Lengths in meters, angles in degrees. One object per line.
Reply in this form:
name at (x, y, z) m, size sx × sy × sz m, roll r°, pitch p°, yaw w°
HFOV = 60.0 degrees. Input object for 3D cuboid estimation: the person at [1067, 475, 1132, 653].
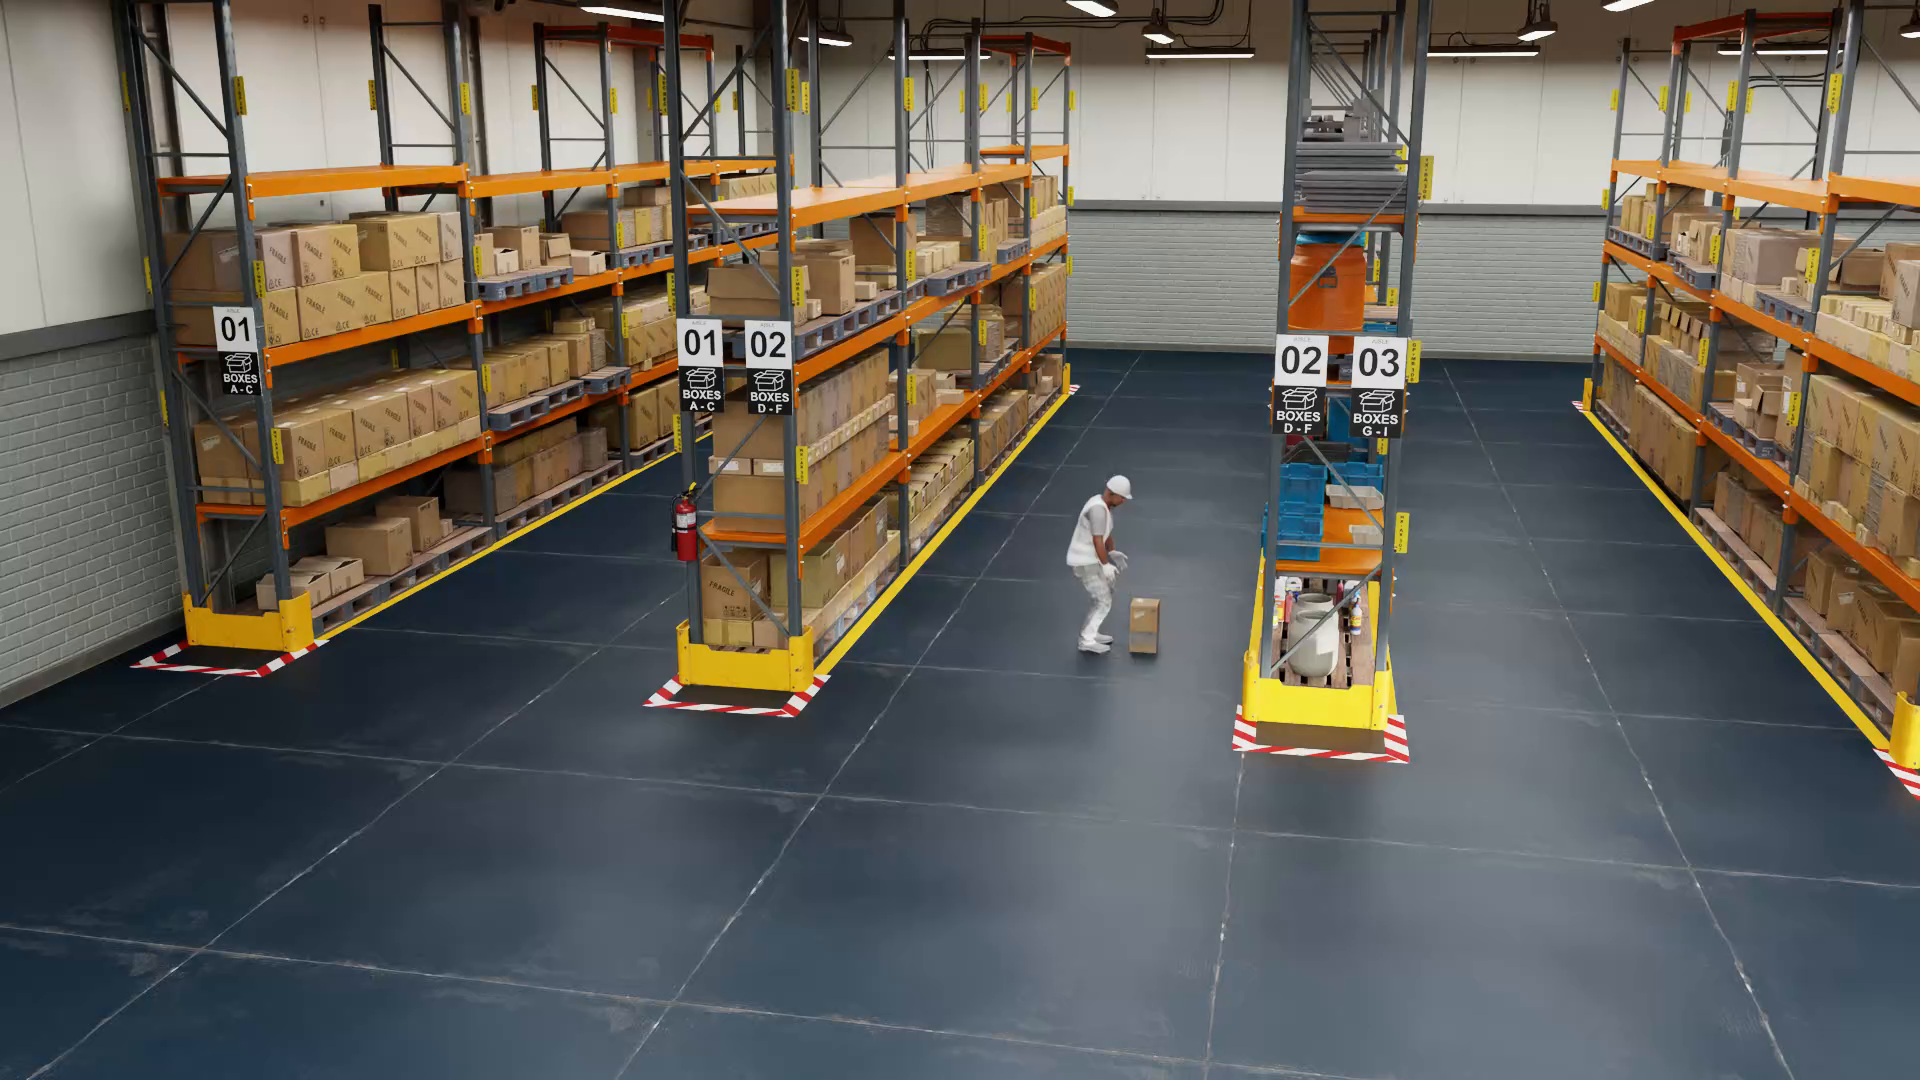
person at (1.296, 0.196, 15.494) m, size 0.584 × 1.644 × 0.594 m, roll 3°, pitch 15°, yaw 12°
